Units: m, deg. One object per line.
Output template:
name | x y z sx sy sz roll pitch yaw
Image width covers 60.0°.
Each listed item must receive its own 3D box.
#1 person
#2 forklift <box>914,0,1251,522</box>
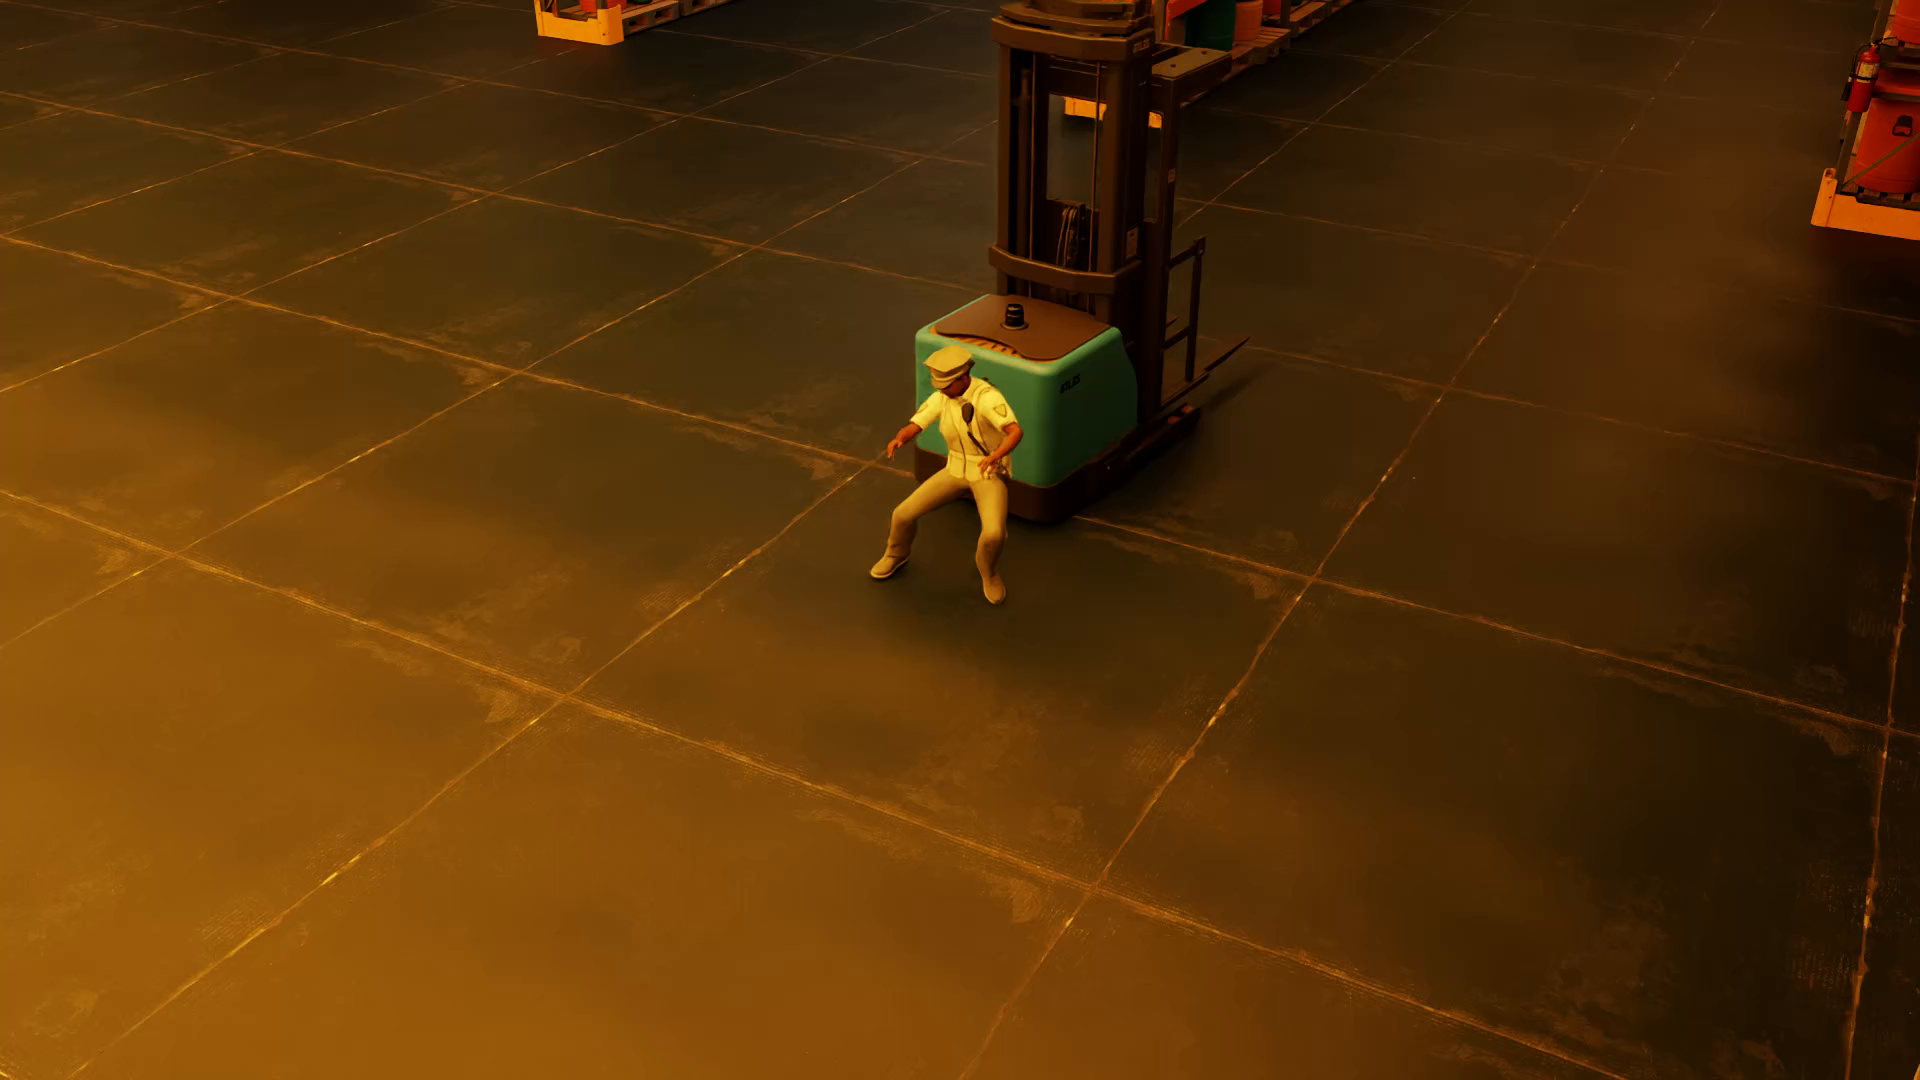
person | -0.066 -0.340 9.168 0.916 1.415 0.749 22 37 33
forklift | 0.977 -2.061 10.642 1.130 2.935 3.031 20 35 30
